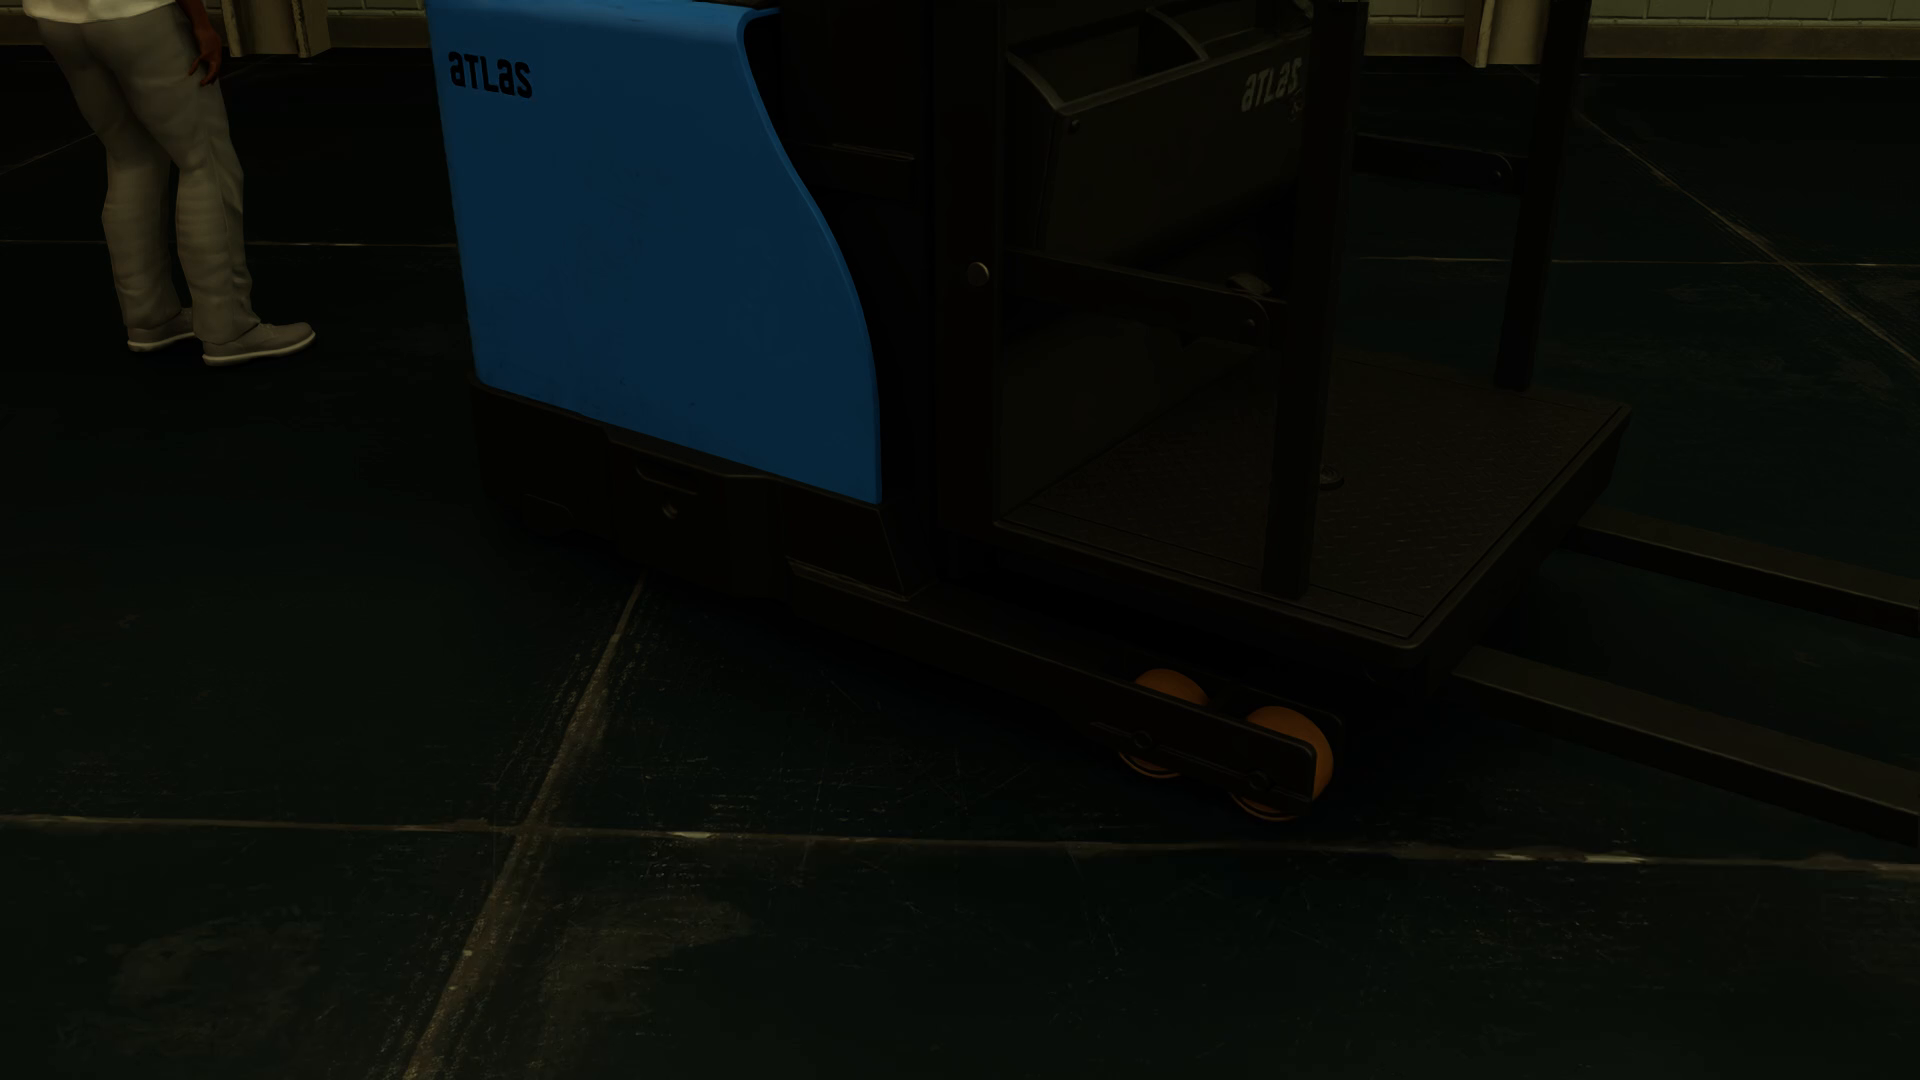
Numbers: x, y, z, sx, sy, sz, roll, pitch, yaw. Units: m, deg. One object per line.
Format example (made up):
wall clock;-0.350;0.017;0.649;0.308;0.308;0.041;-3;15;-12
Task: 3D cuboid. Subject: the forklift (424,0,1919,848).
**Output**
forklift;0.526;-1.163;2.377;3.031;2.935;1.130;17;31;31

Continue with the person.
person;-1.982;-1.245;3.985;0.525;1.658;0.395;12;29;23
